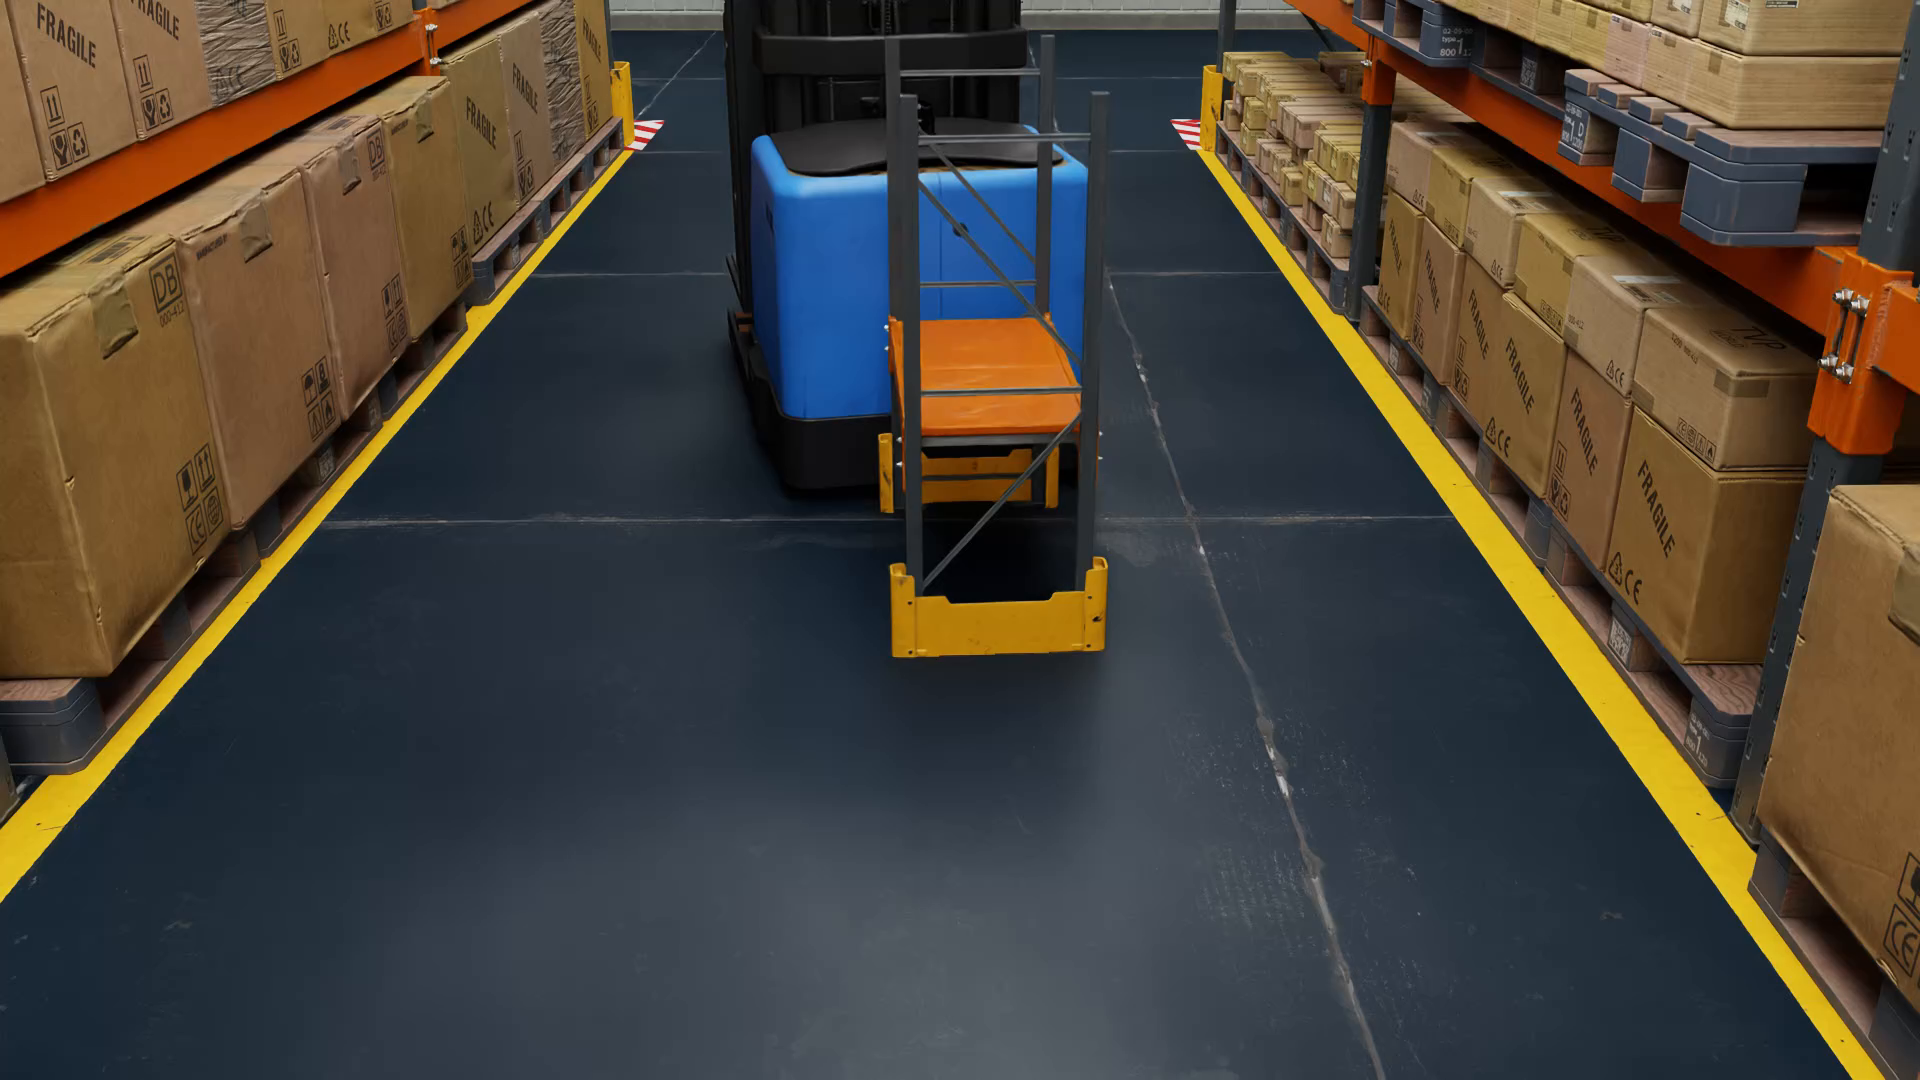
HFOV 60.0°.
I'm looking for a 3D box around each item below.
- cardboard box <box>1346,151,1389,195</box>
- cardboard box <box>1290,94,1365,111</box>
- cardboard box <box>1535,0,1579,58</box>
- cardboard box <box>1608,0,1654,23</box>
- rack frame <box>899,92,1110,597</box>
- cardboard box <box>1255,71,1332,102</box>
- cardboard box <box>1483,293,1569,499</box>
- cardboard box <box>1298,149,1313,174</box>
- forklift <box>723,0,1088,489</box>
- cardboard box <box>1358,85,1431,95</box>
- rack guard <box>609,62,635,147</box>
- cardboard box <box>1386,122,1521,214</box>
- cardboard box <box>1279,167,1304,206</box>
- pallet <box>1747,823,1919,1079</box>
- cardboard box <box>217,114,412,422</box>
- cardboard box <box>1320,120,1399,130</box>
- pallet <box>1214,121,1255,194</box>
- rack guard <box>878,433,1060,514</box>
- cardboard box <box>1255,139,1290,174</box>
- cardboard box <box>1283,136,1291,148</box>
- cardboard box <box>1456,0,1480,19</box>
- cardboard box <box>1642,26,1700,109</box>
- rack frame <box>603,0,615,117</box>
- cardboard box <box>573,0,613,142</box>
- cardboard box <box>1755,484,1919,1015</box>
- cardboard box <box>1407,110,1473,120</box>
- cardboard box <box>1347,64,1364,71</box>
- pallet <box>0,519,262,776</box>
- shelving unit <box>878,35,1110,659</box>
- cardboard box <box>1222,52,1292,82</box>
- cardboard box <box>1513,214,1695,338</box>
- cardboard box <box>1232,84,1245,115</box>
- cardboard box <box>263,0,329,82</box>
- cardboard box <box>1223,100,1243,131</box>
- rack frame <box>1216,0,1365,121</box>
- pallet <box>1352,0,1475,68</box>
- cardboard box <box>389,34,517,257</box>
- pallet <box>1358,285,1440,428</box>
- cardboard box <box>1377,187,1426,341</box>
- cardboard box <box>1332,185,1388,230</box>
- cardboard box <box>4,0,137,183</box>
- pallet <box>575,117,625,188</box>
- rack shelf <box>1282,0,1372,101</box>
[{"bbox_3d":[1.961,-1.659,7.507,0.380,0.149,0.250,0,24,1],"label":"cardboard box"},{"bbox_3d":[1.981,-2.299,8.922,0.380,0.149,0.250,0,24,0],"label":"cardboard box"},{"bbox_3d":[1.797,-1.402,4.506,0.380,0.149,0.250,-1,24,-3],"label":"cardboard box"},{"bbox_3d":[1.798,-1.335,3.995,0.380,0.149,0.250,0,24,1],"label":"cardboard box"},{"bbox_3d":[0.106,-0.377,4.263,0.500,1.500,0.032,-2,24,-4],"label":"rack frame"},{"bbox_3d":[1.931,-2.625,9.643,0.380,0.149,0.250,-1,24,-3],"label":"cardboard box"},{"bbox_3d":[1.977,-0.456,5.143,0.500,0.500,0.500,-1,24,-3],"label":"cardboard box"},{"bbox_3d":[1.941,-1.937,8.482,0.380,0.149,0.250,0,24,1],"label":"cardboard box"},{"bbox_3d":[-0.368,-2.083,6.300,1.130,2.935,3.031,-5,25,-11],"label":"forklift"},{"bbox_3d":[2.406,-2.409,9.164,0.380,0.149,0.250,-1,24,-2],"label":"cardboard box"},{"bbox_3d":[-2.779,-2.889,11.031,1.175,0.500,0.348,0,24,-1],"label":"rack guard"},{"bbox_3d":[1.970,-1.439,6.405,0.500,0.250,0.500,-1,24,-3],"label":"cardboard box"},{"bbox_3d":[1.869,-1.829,8.605,0.380,0.149,0.250,0,24,-1],"label":"cardboard box"},{"bbox_3d":[2.203,0.894,3.018,1.003,0.211,1.213,0,24,-1],"label":"pallet"},{"bbox_3d":[-2.698,-0.961,5.804,1.225,0.875,0.875,-1,24,-2],"label":"cardboard box"},{"bbox_3d":[1.984,-1.974,8.203,0.380,0.149,0.250,1,24,1],"label":"cardboard box"},{"bbox_3d":[2.156,-2.362,10.216,1.003,0.211,1.213,0,24,-1],"label":"pallet"},{"bbox_3d":[0.029,-0.225,5.443,0.587,0.250,0.087,-2,24,-4],"label":"rack guard"},{"bbox_3d":[1.869,-2.150,9.315,0.380,0.149,0.250,-1,24,-3],"label":"cardboard box"},{"bbox_3d":[2.005,-2.269,9.217,0.380,0.149,0.250,1,24,2],"label":"cardboard box"},{"bbox_3d":[1.790,-1.725,5.219,0.380,0.149,0.250,-1,24,-2],"label":"cardboard box"},{"bbox_3d":[1.803,-1.083,3.799,0.380,0.149,0.250,0,24,-1],"label":"cardboard box"},{"bbox_3d":[-2.779,-4.018,10.494,1.000,3.000,0.127,0,24,-1],"label":"rack frame"},{"bbox_3d":[-2.692,-2.978,10.263,0.875,0.875,0.875,0,24,-1],"label":"cardboard box"},{"bbox_3d":[2.186,0.383,2.984,1.050,0.750,0.750,-1,24,-1],"label":"cardboard box"},{"bbox_3d":[2.487,-2.087,8.453,0.380,0.149,0.250,0,24,1],"label":"cardboard box"},{"bbox_3d":[2.516,-2.735,9.886,0.380,0.149,0.250,-1,24,-2],"label":"cardboard box"},{"bbox_3d":[-2.625,0.224,4.499,1.003,0.211,1.213,0,24,-1],"label":"pallet"},{"bbox_3d":[0.067,-0.589,4.733,0.587,1.500,1.083,-2,24,-4],"label":"shelving unit"},{"bbox_3d":[1.848,-2.945,10.349,0.380,0.149,0.250,-1,24,-3],"label":"cardboard box"},{"bbox_3d":[1.993,-0.794,4.980,0.500,0.250,0.500,0,24,1],"label":"cardboard box"},{"bbox_3d":[1.878,-2.696,10.161,0.380,0.149,0.250,0,24,-1],"label":"cardboard box"},{"bbox_3d":[-2.446,-1.805,5.479,0.500,0.500,0.500,-1,24,-1],"label":"cardboard box"},{"bbox_3d":[1.868,-2.674,10.472,0.380,0.149,0.250,0,24,1],"label":"cardboard box"},{"bbox_3d":[2.182,-3.999,10.451,1.000,3.000,0.127,0,24,-1],"label":"rack frame"},{"bbox_3d":[2.089,-1.947,6.149,1.003,0.211,1.213,0,24,-1],"label":"pallet"},{"bbox_3d":[-2.662,-1.865,7.803,0.875,0.875,0.875,0,24,-1],"label":"cardboard box"},{"bbox_3d":[2.236,-0.759,6.672,1.003,0.211,1.213,0,24,-1],"label":"pallet"},{"bbox_3d":[1.969,-1.097,6.560,0.500,0.500,0.500,1,24,1],"label":"cardboard box"},{"bbox_3d":[1.904,-1.507,7.530,0.380,0.149,0.250,0,24,0],"label":"cardboard box"},{"bbox_3d":[-2.433,-1.181,4.100,0.500,0.500,0.500,-1,24,-2],"label":"cardboard box"},{"bbox_3d":[-2.692,-2.418,10.341,1.003,0.211,1.213,0,24,-1],"label":"pallet"},{"bbox_3d":[2.204,-2.847,8.777,1.077,0.370,4.000,0,24,-1],"label":"rack shelf"}]
